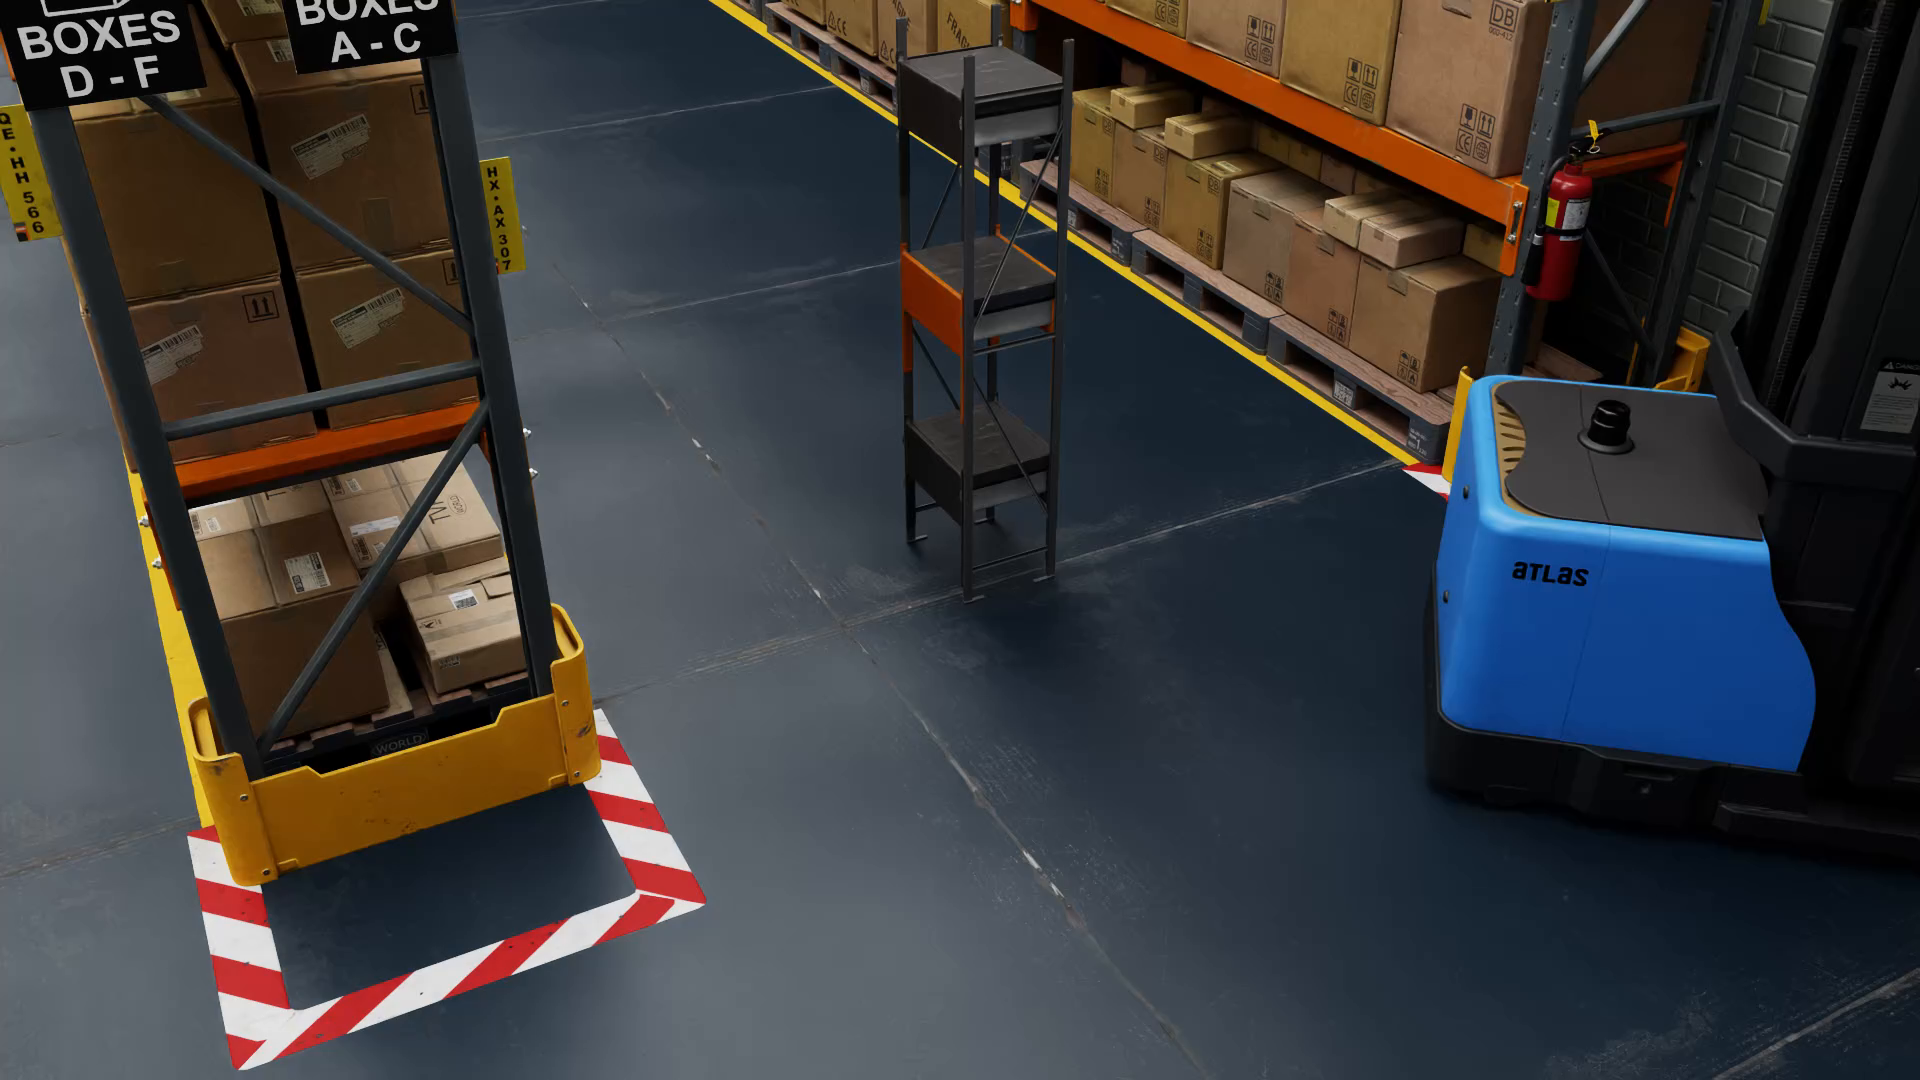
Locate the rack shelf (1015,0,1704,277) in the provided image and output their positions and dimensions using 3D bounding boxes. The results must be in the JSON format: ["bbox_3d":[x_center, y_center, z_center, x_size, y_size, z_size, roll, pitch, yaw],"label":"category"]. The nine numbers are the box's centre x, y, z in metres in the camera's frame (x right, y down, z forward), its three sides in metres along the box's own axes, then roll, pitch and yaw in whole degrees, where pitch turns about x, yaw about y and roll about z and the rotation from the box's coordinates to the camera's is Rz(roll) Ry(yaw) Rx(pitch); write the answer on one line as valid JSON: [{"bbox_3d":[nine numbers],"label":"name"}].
[{"bbox_3d":[1.711,-2.281,8.196,1.077,0.370,4.000,-16,36,-23],"label":"rack shelf"}]

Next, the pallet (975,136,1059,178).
[{"bbox_3d":[0.352,-2.713,10.789,1.003,0.211,1.213,-16,36,-23],"label":"pallet"}]

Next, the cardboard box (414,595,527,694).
[{"bbox_3d":[-1.628,0.348,5.662,0.380,0.149,0.250,-16,36,-23],"label":"cardboard box"}]

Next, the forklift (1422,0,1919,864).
[{"bbox_3d":[3.101,-0.481,4.783,3.031,2.935,1.130,7,33,10],"label":"forklift"}]

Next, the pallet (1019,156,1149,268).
[{"bbox_3d":[1.064,-1.981,9.647,1.003,0.211,1.213,-16,36,-23],"label":"pallet"}]

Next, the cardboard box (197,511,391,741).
[{"bbox_3d":[-2.209,0.288,5.429,0.500,0.500,0.500,-16,36,-23],"label":"cardboard box"}]

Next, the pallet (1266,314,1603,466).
[{"bbox_3d":[2.201,-0.817,7.829,1.003,0.211,1.213,-16,36,-23],"label":"pallet"}]

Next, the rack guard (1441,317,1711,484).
[{"bbox_3d":[2.655,-0.565,7.169,1.175,0.500,0.348,-16,36,-23],"label":"rack guard"}]

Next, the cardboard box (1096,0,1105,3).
[{"bbox_3d":[1.017,-3.401,9.000,0.980,0.700,0.700,-15,36,-22],"label":"cardboard box"}]

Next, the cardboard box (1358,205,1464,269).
[{"bbox_3d":[2.008,-1.351,7.405,0.380,0.149,0.250,-16,36,-24],"label":"cardboard box"}]

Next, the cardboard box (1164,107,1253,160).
[{"bbox_3d":[1.278,-2.094,8.565,0.380,0.149,0.250,-17,36,-24],"label":"cardboard box"}]

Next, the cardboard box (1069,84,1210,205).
[{"bbox_3d":[1.036,-2.280,9.456,0.700,0.500,0.500,-15,36,-23],"label":"cardboard box"}]

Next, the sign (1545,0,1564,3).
[{"bbox_3d":[2.157,-2.087,5.933,0.100,0.325,0.005,-16,36,-23],"label":"sign"}]

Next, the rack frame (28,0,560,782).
[{"bbox_3d":[-1.737,-0.381,4.565,1.000,3.000,0.127,-16,36,-23],"label":"rack frame"}]

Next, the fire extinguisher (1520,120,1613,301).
[{"bbox_3d":[2.306,-1.251,6.340,0.296,0.674,0.183,-16,36,-23],"label":"fire extinguisher"}]

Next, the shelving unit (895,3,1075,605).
[{"bbox_3d":[0.077,-0.805,6.060,0.431,2.100,0.503,-16,36,-23],"label":"shelving unit"}]

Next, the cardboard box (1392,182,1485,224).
[{"bbox_3d":[2.227,-1.568,7.743,0.380,0.149,0.250,-16,36,-23],"label":"cardboard box"}]

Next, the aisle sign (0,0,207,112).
[{"bbox_3d":[-1.976,-1.366,3.692,0.394,0.787,0.004,-16,36,-23],"label":"aisle sign"}]

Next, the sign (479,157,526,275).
[{"bbox_3d":[-1.257,-0.882,4.544,0.100,0.325,0.005,-16,36,-23],"label":"sign"}]

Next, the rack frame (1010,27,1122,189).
[{"bbox_3d":[0.778,-3.538,9.492,1.000,3.000,0.127,-16,36,-23],"label":"rack frame"}]

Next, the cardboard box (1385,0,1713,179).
[{"bbox_3d":[2.397,-1.996,6.807,0.980,0.700,0.700,-14,35,-21],"label":"cardboard box"}]

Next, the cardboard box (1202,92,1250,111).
[{"bbox_3d":[1.515,-2.295,8.879,0.380,0.149,0.250,-17,36,-25],"label":"cardboard box"}]

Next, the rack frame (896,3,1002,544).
[{"bbox_3d":[-0.037,-0.922,6.242,0.400,2.100,0.015,-16,36,-23],"label":"rack frame"}]

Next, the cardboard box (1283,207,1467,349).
[{"bbox_3d":[1.995,-1.301,7.928,0.700,0.500,0.500,-16,36,-23],"label":"cardboard box"}]

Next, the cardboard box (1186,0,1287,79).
[{"bbox_3d":[1.700,-2.707,7.916,0.980,0.700,0.700,-18,37,-25],"label":"cardboard box"}]

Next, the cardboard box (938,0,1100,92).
[{"bbox_3d":[0.360,-3.087,10.392,0.750,0.750,0.750,-15,36,-23],"label":"cardboard box"}]

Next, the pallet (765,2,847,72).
[{"bbox_3d":[-0.786,-3.878,12.607,1.003,0.211,1.213,-16,36,-23],"label":"pallet"}]

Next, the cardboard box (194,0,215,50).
[{"bbox_3d":[-2.190,-1.610,5.463,0.500,0.500,0.500,-15,36,-22],"label":"cardboard box"}]

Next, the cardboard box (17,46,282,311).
[{"bbox_3d":[-2.188,-0.988,4.492,0.500,0.500,0.500,-16,36,-24],"label":"cardboard box"}]

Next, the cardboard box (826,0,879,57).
[{"bbox_3d":[-0.457,-3.915,11.684,0.750,0.750,0.750,-16,36,-23],"label":"cardboard box"}]

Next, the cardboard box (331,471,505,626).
[{"bbox_3d":[-1.973,0.022,6.077,0.500,0.250,0.500,-16,36,-23],"label":"cardboard box"}]

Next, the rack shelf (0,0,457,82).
[{"bbox_3d":[-2.670,-2.296,5.439,1.077,0.370,4.000,-16,36,-23],"label":"rack shelf"}]

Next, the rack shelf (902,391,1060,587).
[{"bbox_3d":[0.077,-0.204,6.445,0.431,0.518,0.480,-16,36,-23],"label":"rack shelf"}]

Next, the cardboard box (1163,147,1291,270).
[{"bbox_3d":[1.505,-1.794,8.697,0.700,0.500,0.500,-15,36,-22],"label":"cardboard box"}]

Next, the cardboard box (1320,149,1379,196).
[{"bbox_3d":[1.991,-1.808,8.119,0.380,0.149,0.250,-15,36,-22],"label":"cardboard box"}]

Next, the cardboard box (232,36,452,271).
[{"bbox_3d":[-1.711,-1.123,4.702,0.500,0.500,0.500,-15,35,-22],"label":"cardboard box"}]

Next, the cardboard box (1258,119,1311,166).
[{"bbox_3d":[1.754,-2.052,8.498,0.380,0.149,0.250,-17,36,-24],"label":"cardboard box"}]

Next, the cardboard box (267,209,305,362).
[{"bbox_3d":[-1.956,-0.946,5.354,0.500,0.500,0.500,-16,36,-24],"label":"cardboard box"}]
